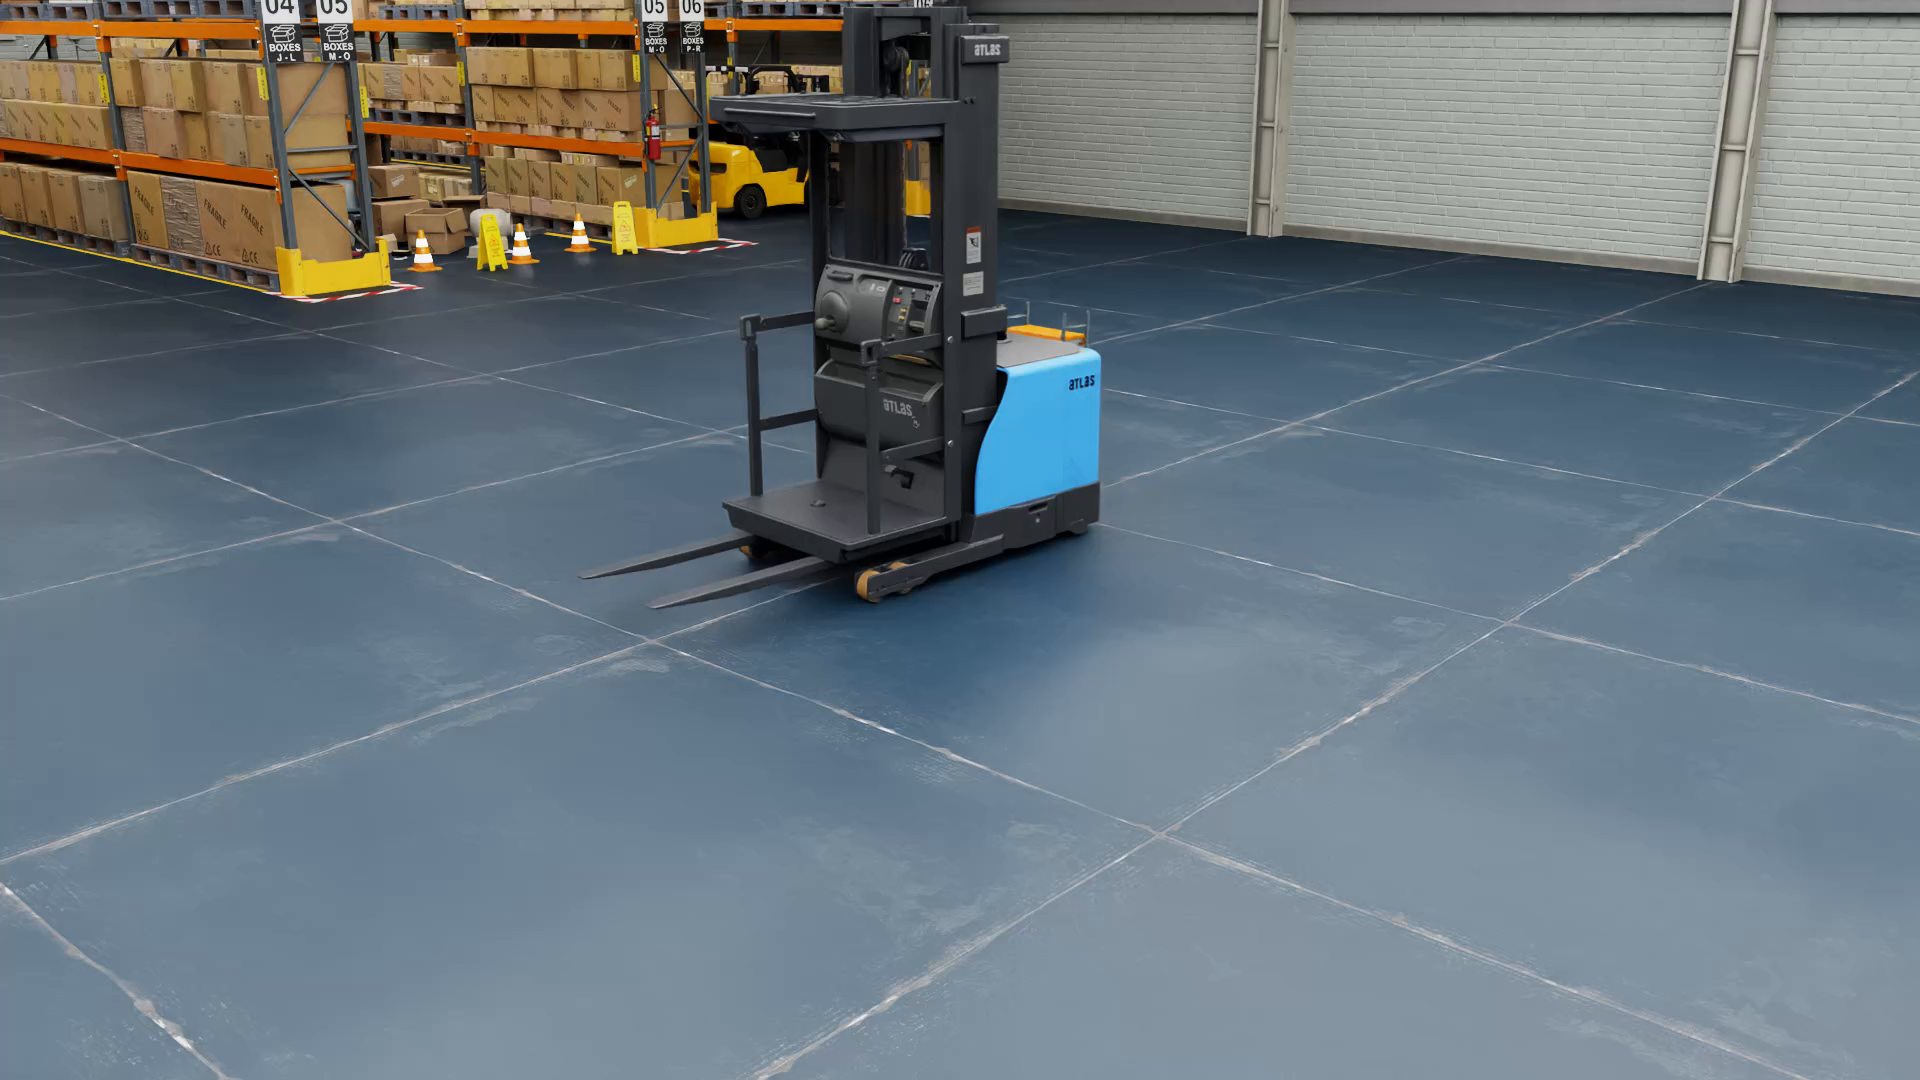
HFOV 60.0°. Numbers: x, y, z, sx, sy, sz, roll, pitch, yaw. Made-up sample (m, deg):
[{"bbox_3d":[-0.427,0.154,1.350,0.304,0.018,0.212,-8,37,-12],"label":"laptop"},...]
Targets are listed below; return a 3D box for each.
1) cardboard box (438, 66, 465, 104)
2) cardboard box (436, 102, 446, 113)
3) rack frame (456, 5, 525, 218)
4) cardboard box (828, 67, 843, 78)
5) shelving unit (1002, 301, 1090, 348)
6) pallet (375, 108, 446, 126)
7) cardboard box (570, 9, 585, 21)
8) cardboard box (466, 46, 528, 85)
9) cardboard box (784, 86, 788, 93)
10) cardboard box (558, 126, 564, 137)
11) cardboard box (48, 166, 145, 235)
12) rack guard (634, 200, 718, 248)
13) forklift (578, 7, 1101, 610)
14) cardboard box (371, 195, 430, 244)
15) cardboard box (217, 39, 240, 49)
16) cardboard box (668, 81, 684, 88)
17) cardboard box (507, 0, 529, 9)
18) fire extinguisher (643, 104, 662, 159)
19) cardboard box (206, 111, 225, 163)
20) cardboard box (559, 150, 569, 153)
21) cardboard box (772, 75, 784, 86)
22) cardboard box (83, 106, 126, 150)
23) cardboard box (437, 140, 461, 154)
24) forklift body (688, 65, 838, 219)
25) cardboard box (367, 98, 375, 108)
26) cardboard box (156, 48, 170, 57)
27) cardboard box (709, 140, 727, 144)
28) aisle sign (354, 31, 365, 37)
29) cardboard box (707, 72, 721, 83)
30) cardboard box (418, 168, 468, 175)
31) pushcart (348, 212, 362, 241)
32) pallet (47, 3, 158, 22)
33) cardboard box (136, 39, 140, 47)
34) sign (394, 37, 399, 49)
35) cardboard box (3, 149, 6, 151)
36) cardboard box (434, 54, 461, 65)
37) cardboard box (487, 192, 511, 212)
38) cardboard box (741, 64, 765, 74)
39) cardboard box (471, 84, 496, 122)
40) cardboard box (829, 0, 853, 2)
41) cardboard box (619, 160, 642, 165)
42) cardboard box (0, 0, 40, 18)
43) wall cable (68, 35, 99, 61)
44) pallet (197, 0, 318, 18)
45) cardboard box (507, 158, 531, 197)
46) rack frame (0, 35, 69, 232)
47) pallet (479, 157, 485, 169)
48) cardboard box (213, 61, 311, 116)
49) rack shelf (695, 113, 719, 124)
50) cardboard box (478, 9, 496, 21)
[{"bbox_3d":[-7.169,-6.580,24.036,0.500,0.500,0.500,15,23,38],"label":"cardboard box"},{"bbox_3d":[-7.425,-6.328,24.314,0.250,0.149,0.380,14,22,38],"label":"cardboard box"},{"bbox_3d":[-6.671,-6.150,24.031,0.127,3.000,1.000,15,23,39],"label":"rack frame"},{"bbox_3d":[-1.817,-7.227,25.696,0.250,0.149,0.380,16,23,40],"label":"cardboard box"},{"bbox_3d":[0.496,-0.829,10.217,0.503,1.200,0.258,16,21,42],"label":"shelving unit"},{"bbox_3d":[-8.155,-6.473,25.368,1.213,0.211,1.003,15,23,39],"label":"pallet"},{"bbox_3d":[-4.879,-6.874,21.769,0.250,0.149,0.380,15,23,39],"label":"cardboard box"},{"bbox_3d":[-6.486,-6.679,23.387,0.500,0.500,0.700,15,23,39],"label":"cardboard box"},{"bbox_3d":[-2.441,-6.971,26.453,0.500,0.500,0.500,15,23,39],"label":"cardboard box"},{"bbox_3d":[-5.232,-5.565,22.604,0.250,0.149,0.380,15,23,39],"label":"cardboard box"},{"bbox_3d":[-11.124,-4.436,21.657,0.750,0.750,1.050,15,23,39],"label":"cardboard box"},{"bbox_3d":[-3.736,-4.171,21.927,0.348,0.500,1.175,15,23,39],"label":"rack guard"},{"bbox_3d":[-0.592,-1.250,8.706,3.031,2.935,1.130,-16,24,-41],"label":"forklift"},{"bbox_3d":[-7.379,-4.187,21.750,0.503,0.637,0.797,15,23,39],"label":"cardboard box"},{"bbox_3d":[-12.921,-8.760,29.364,0.250,0.149,0.380,15,23,40],"label":"cardboard box"},{"bbox_3d":[-4.684,-7.687,28.296,0.500,0.250,0.500,16,23,40],"label":"cardboard box"},{"bbox_3d":[-5.766,-7.295,22.436,0.500,0.250,0.500,15,23,40],"label":"cardboard box"},{"bbox_3d":[-3.900,-5.183,21.111,0.183,0.674,0.296,15,23,39],"label":"fire extinguisher"},{"bbox_3d":[-7.959,-4.589,18.864,0.550,0.550,0.875,15,23,39],"label":"cardboard box"},{"bbox_3d":[-7.198,-7.225,30.856,0.500,0.500,0.500,15,23,38],"label":"cardboard box"},{"bbox_3d":[-2.772,-7.343,26.553,0.250,0.149,0.380,16,23,40],"label":"cardboard box"},{"bbox_3d":[-10.449,-5.102,20.563,0.500,0.500,0.500,15,23,39],"label":"cardboard box"},{"bbox_3d":[-10.242,-7.894,33.353,0.258,0.266,0.396,16,24,41],"label":"cardboard box"},{"bbox_3d":[-3.017,-6.034,25.069,1.214,2.155,2.313,15,23,39],"label":"forklift body"},{"bbox_3d":[-8.988,-6.737,25.601,0.250,0.149,0.380,15,23,40],"label":"cardboard box"},{"bbox_3d":[-13.952,-8.517,29.670,0.500,0.500,0.500,15,23,40],"label":"cardboard box"},{"bbox_3d":[-3.777,-6.444,28.190,0.625,0.625,0.875,16,24,42],"label":"cardboard box"},{"bbox_3d":[-12.601,-10.870,34.605,0.004,0.787,0.394,15,23,39],"label":"aisle sign"},{"bbox_3d":[-3.987,-7.697,27.667,0.250,0.149,0.380,15,23,38],"label":"cardboard box"},{"bbox_3d":[-8.126,-5.485,25.586,0.625,0.372,0.950,16,24,41],"label":"cardboard box"},{"bbox_3d":[-8.147,-4.374,22.771,0.936,0.377,1.648,7,19,21],"label":"pushcart"},{"bbox_3d":[-10.600,-6.521,20.559,1.217,0.209,0.805,14,22,37],"label":"pallet"},{"bbox_3d":[-14.763,-9.055,30.293,0.250,0.149,0.380,15,23,40],"label":"cardboard box"},{"bbox_3d":[-11.971,-10.507,35.324,0.005,0.325,0.100,15,23,39],"label":"sign"},{"bbox_3d":[-14.360,-5.681,24.751,0.500,0.250,0.500,14,22,37],"label":"cardboard box"},{"bbox_3d":[-7.669,-7.218,24.973,0.250,0.149,0.380,17,24,42],"label":"cardboard box"},{"bbox_3d":[-6.409,-4.860,23.818,0.500,0.250,0.500,14,22,37],"label":"cardboard box"},{"bbox_3d":[-3.338,-7.641,27.001,0.250,0.149,0.380,16,23,40],"label":"cardboard box"},{"bbox_3d":[-6.527,-6.188,23.494,0.500,0.500,0.500,15,23,39],"label":"cardboard box"},{"bbox_3d":[-1.580,-8.458,25.320,0.500,0.500,0.700,15,23,40],"label":"cardboard box"},{"bbox_3d":[-4.511,-4.927,22.789,0.500,0.500,0.500,14,22,37],"label":"cardboard box"},{"bbox_3d":[-13.124,-7.465,23.051,0.500,0.500,0.500,15,23,39],"label":"cardboard box"},{"bbox_3d":[-18.947,-10.494,36.039,0.122,1.984,0.588,15,23,39],"label":"wall cable"},{"bbox_3d":[-7.451,-5.741,17.929,1.213,0.211,1.003,15,23,39],"label":"pallet"},{"bbox_3d":[-6.001,-5.113,23.374,0.500,0.500,0.500,16,24,41],"label":"cardboard box"},{"bbox_3d":[-12.873,-5.813,22.969,0.127,3.000,1.000,15,23,39],"label":"rack frame"},{"bbox_3d":[-8.729,-7.396,32.568,1.213,0.211,1.003,15,23,39],"label":"pallet"},{"bbox_3d":[-7.614,-4.966,18.266,0.550,0.550,0.875,15,23,39],"label":"cardboard box"},{"bbox_3d":[-4.875,-7.332,28.946,4.000,0.370,1.077,15,23,39],"label":"rack shelf"},{"bbox_3d":[-6.444,-7.276,23.036,0.250,0.149,0.380,15,23,39],"label":"cardboard box"}]
